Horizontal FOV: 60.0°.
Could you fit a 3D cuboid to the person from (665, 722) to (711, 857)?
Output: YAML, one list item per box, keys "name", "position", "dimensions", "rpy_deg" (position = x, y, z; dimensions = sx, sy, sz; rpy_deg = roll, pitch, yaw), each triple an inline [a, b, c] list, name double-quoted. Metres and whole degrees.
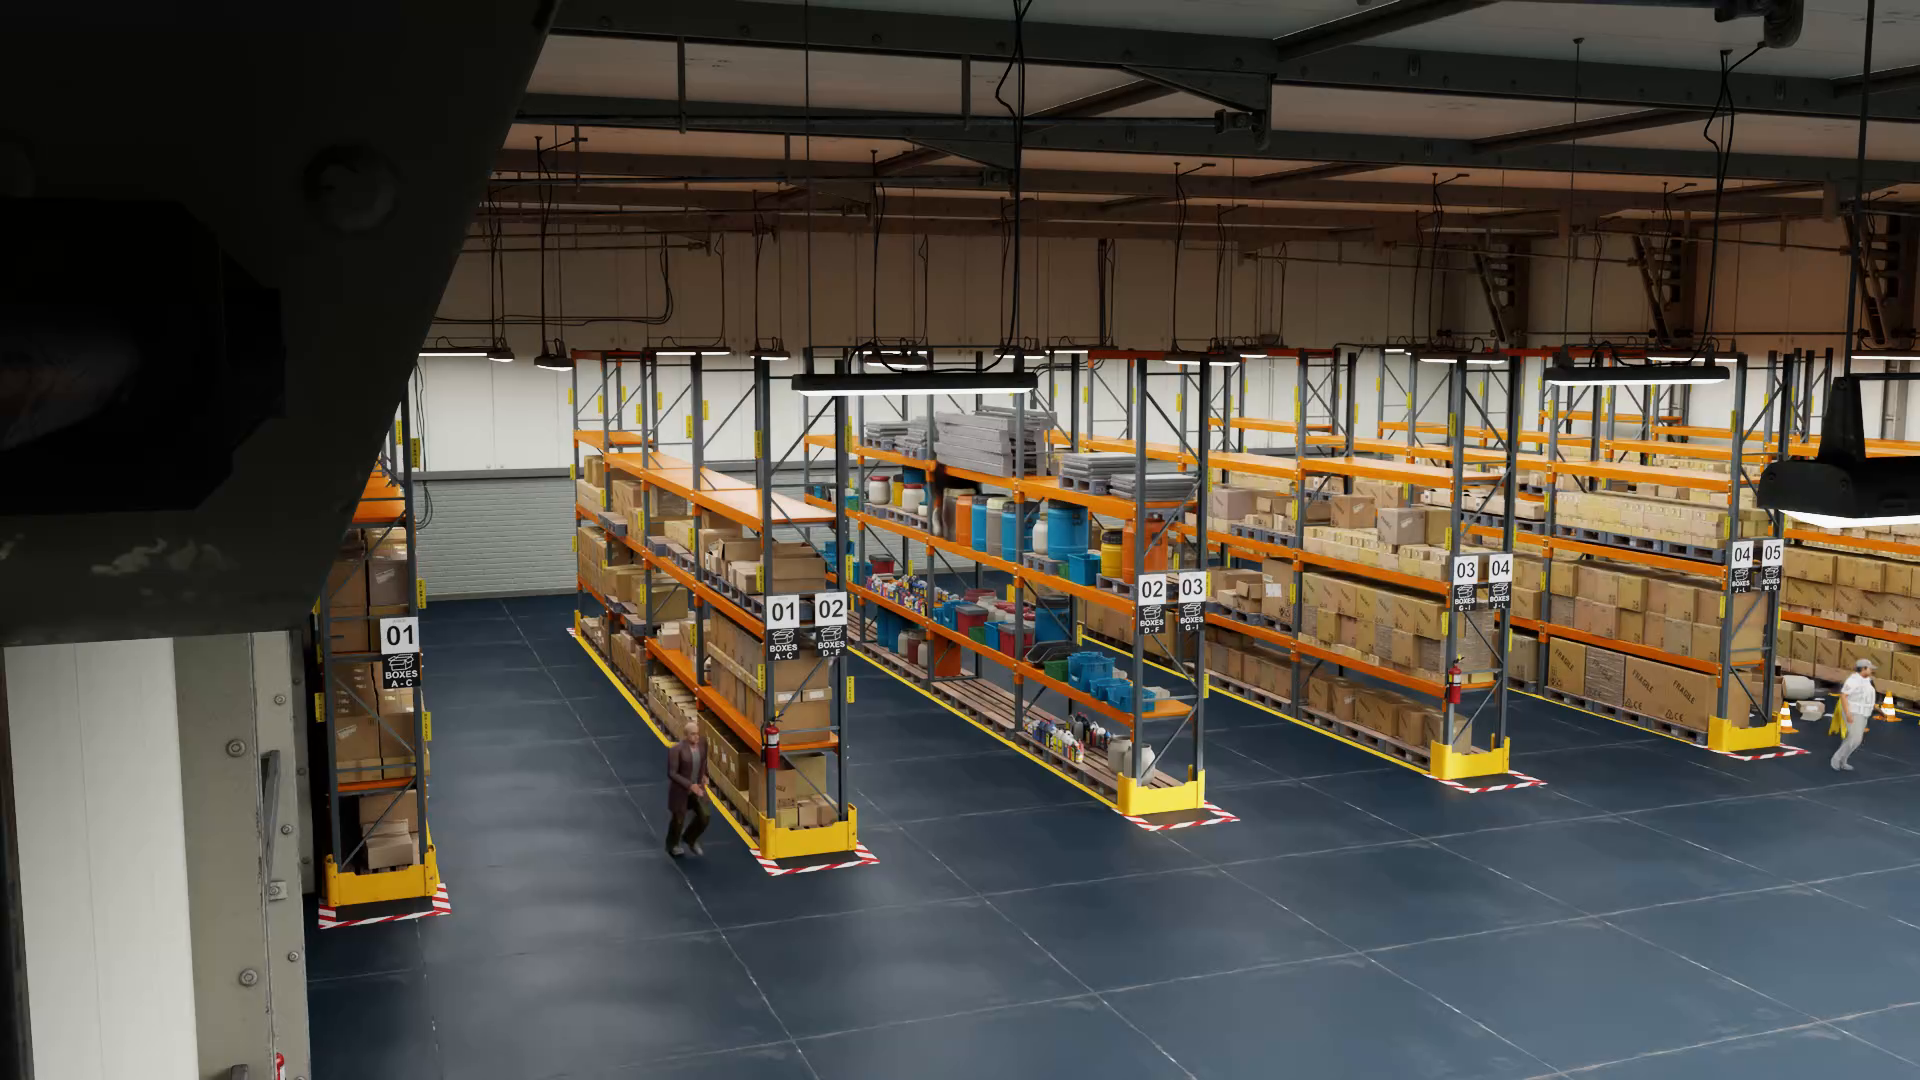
- name: "person"
  position: [-3.257, 3.002, 19.955]
  dimensions: [0.696, 1.727, 0.895]
  rpy_deg: [-6, 9, -39]

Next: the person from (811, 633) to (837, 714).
- name: "person"
  position: [-2.322, 2.057, 27.711]
  dimensions: [0.800, 1.715, 0.648]
  rpy_deg: [5, 9, 37]

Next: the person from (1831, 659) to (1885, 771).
- name: "person"
  position: [12.970, 2.549, 24.070]
  dimensions: [0.738, 1.659, 0.601]
  rpy_deg: [-6, 9, -40]
